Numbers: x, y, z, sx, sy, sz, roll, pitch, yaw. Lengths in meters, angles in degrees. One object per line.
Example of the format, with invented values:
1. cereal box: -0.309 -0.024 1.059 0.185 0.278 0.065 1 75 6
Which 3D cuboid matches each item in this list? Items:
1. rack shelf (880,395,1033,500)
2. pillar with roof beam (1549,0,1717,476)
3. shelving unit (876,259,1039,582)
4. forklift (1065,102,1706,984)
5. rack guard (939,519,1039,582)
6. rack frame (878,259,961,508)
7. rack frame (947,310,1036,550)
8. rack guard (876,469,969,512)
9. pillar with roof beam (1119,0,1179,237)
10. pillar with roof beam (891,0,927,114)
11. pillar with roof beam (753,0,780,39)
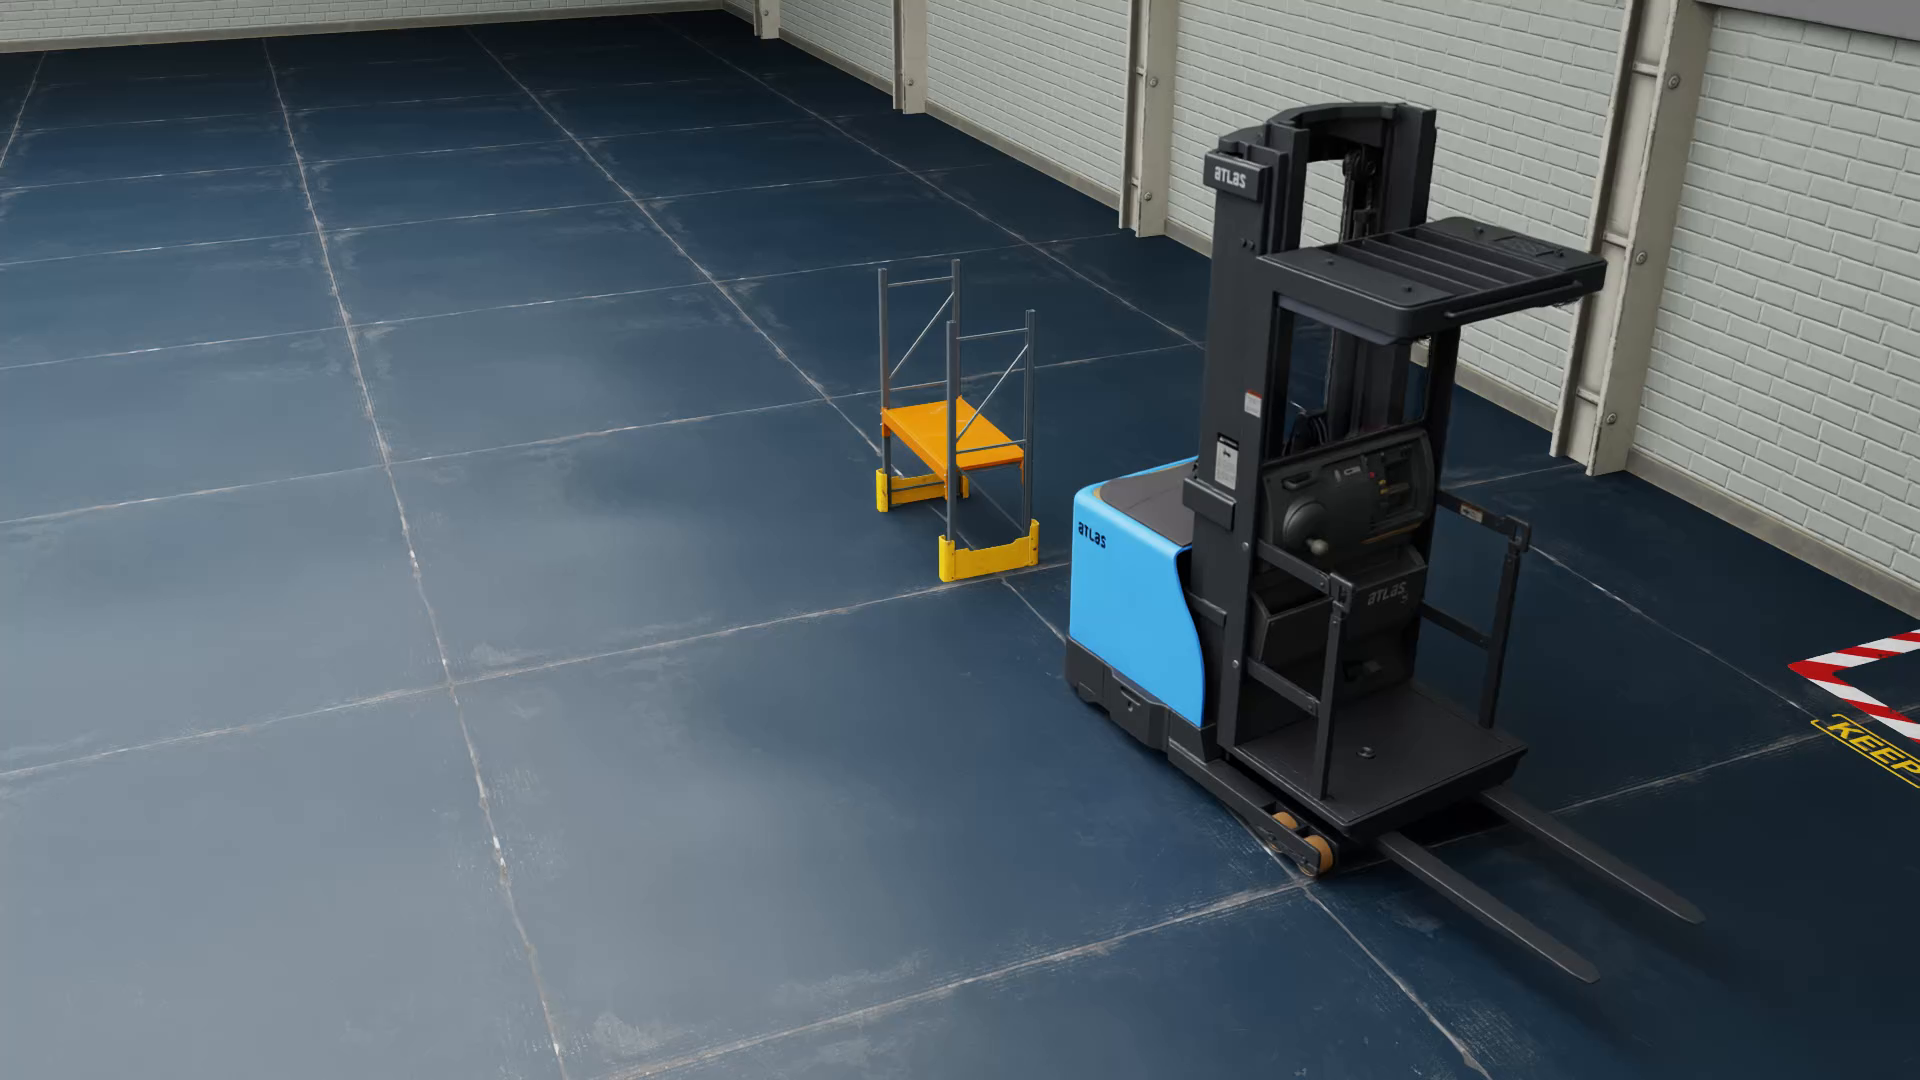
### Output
1. rack shelf: -0.033 -0.547 9.570 0.538 0.185 1.000 -11 28 -21
2. pillar with roof beam: 0.119 -3.815 7.308 9.100 9.000 0.400 -11 28 -21
3. shelving unit: -0.030 -0.705 9.484 0.587 1.500 1.083 -11 28 -21
4. forklift: 1.735 -0.161 6.738 1.130 2.935 3.031 -16 30 -29
5. rack guard: 0.165 0.058 9.346 0.587 0.250 0.087 -11 28 -21
6. rack frame: -0.232 -0.914 9.912 0.500 1.500 0.032 -11 28 -21
7. rack frame: 0.166 -0.503 9.071 0.500 1.500 0.032 -11 28 -21
8. rack guard: -0.225 -0.344 10.170 0.587 0.250 0.087 -11 28 -21
9. pillar with roof beam: -2.231 -6.238 12.269 9.100 9.000 0.400 -11 28 -21
10. pillar with roof beam: -4.581 -8.660 17.230 9.100 9.000 0.400 -11 28 -21
11. pillar with roof beam: -6.930 -11.082 22.191 9.100 9.000 0.400 -11 28 -21
